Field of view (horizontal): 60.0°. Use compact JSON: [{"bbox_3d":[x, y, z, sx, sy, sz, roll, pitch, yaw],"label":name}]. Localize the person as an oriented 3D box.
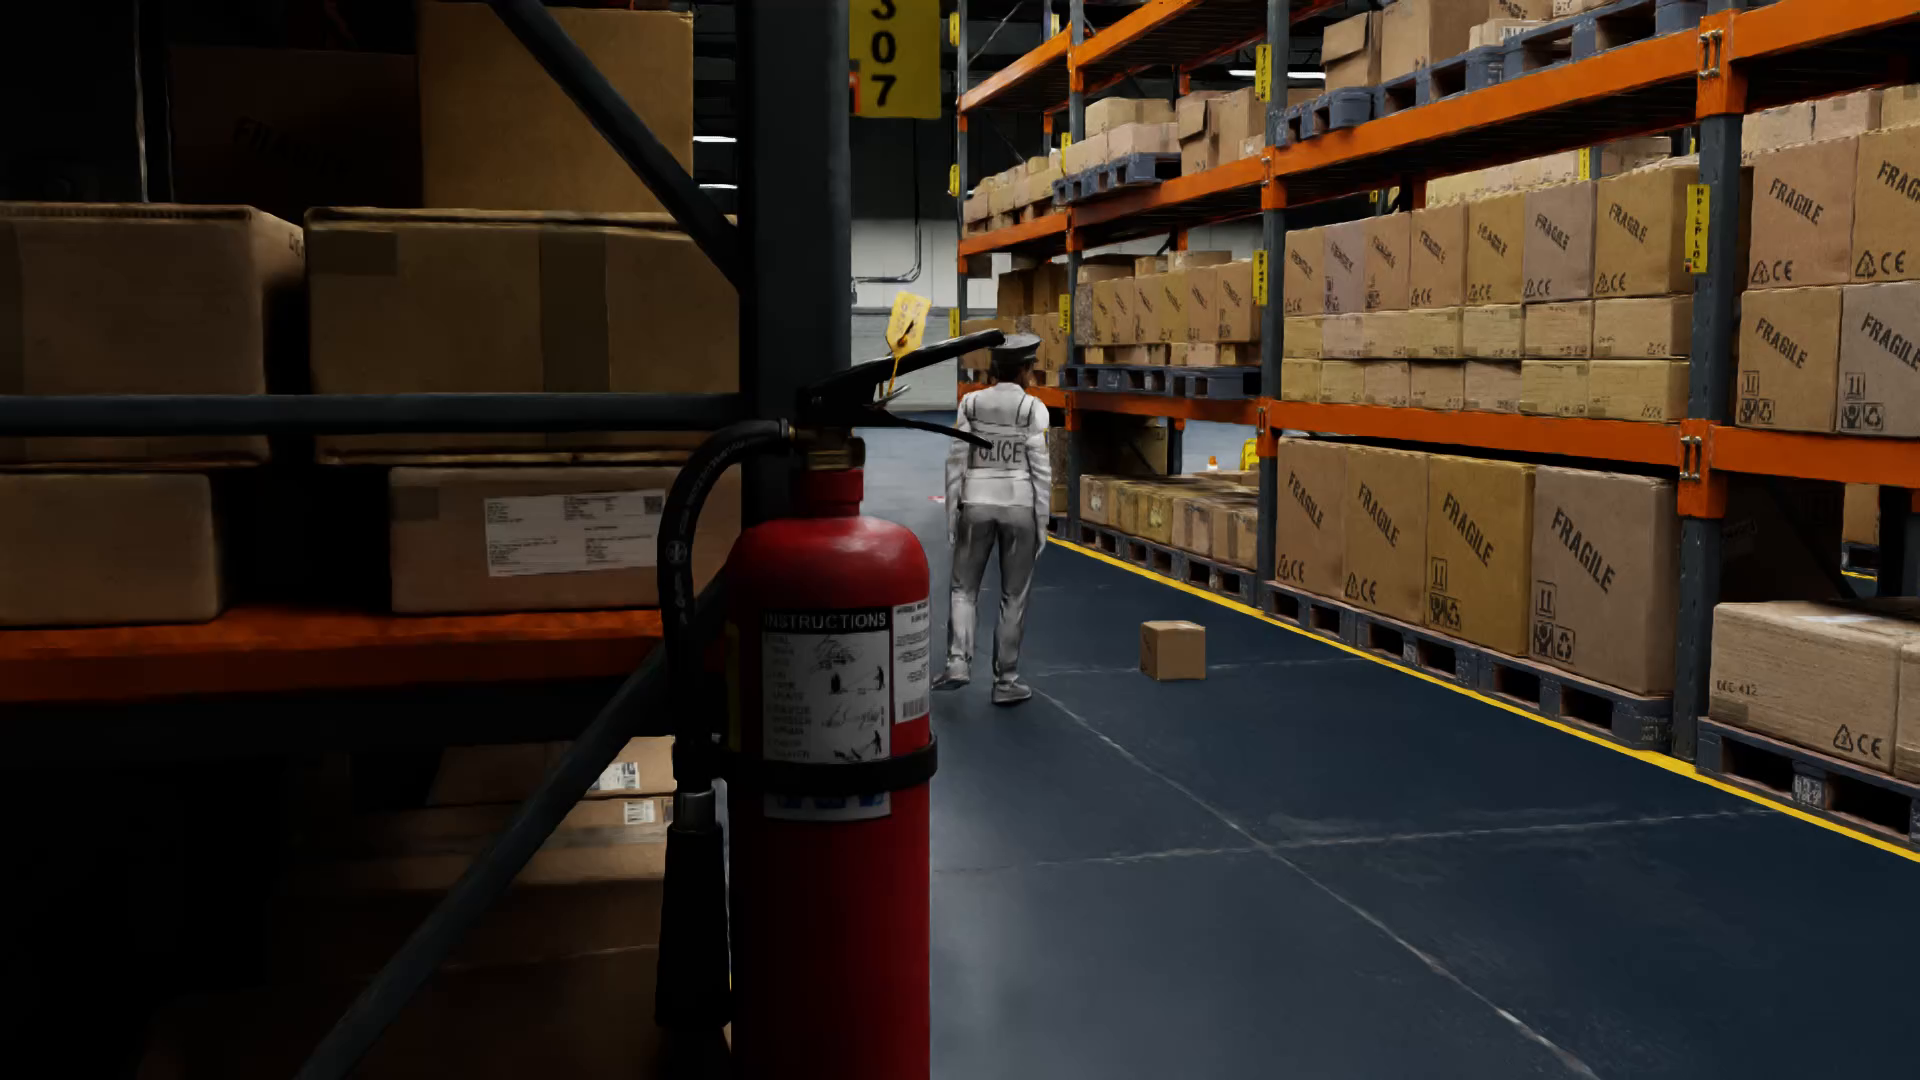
[{"bbox_3d":[0.148,-0.084,7.384,0.510,1.670,0.585,2,7,18],"label":"person"}]
